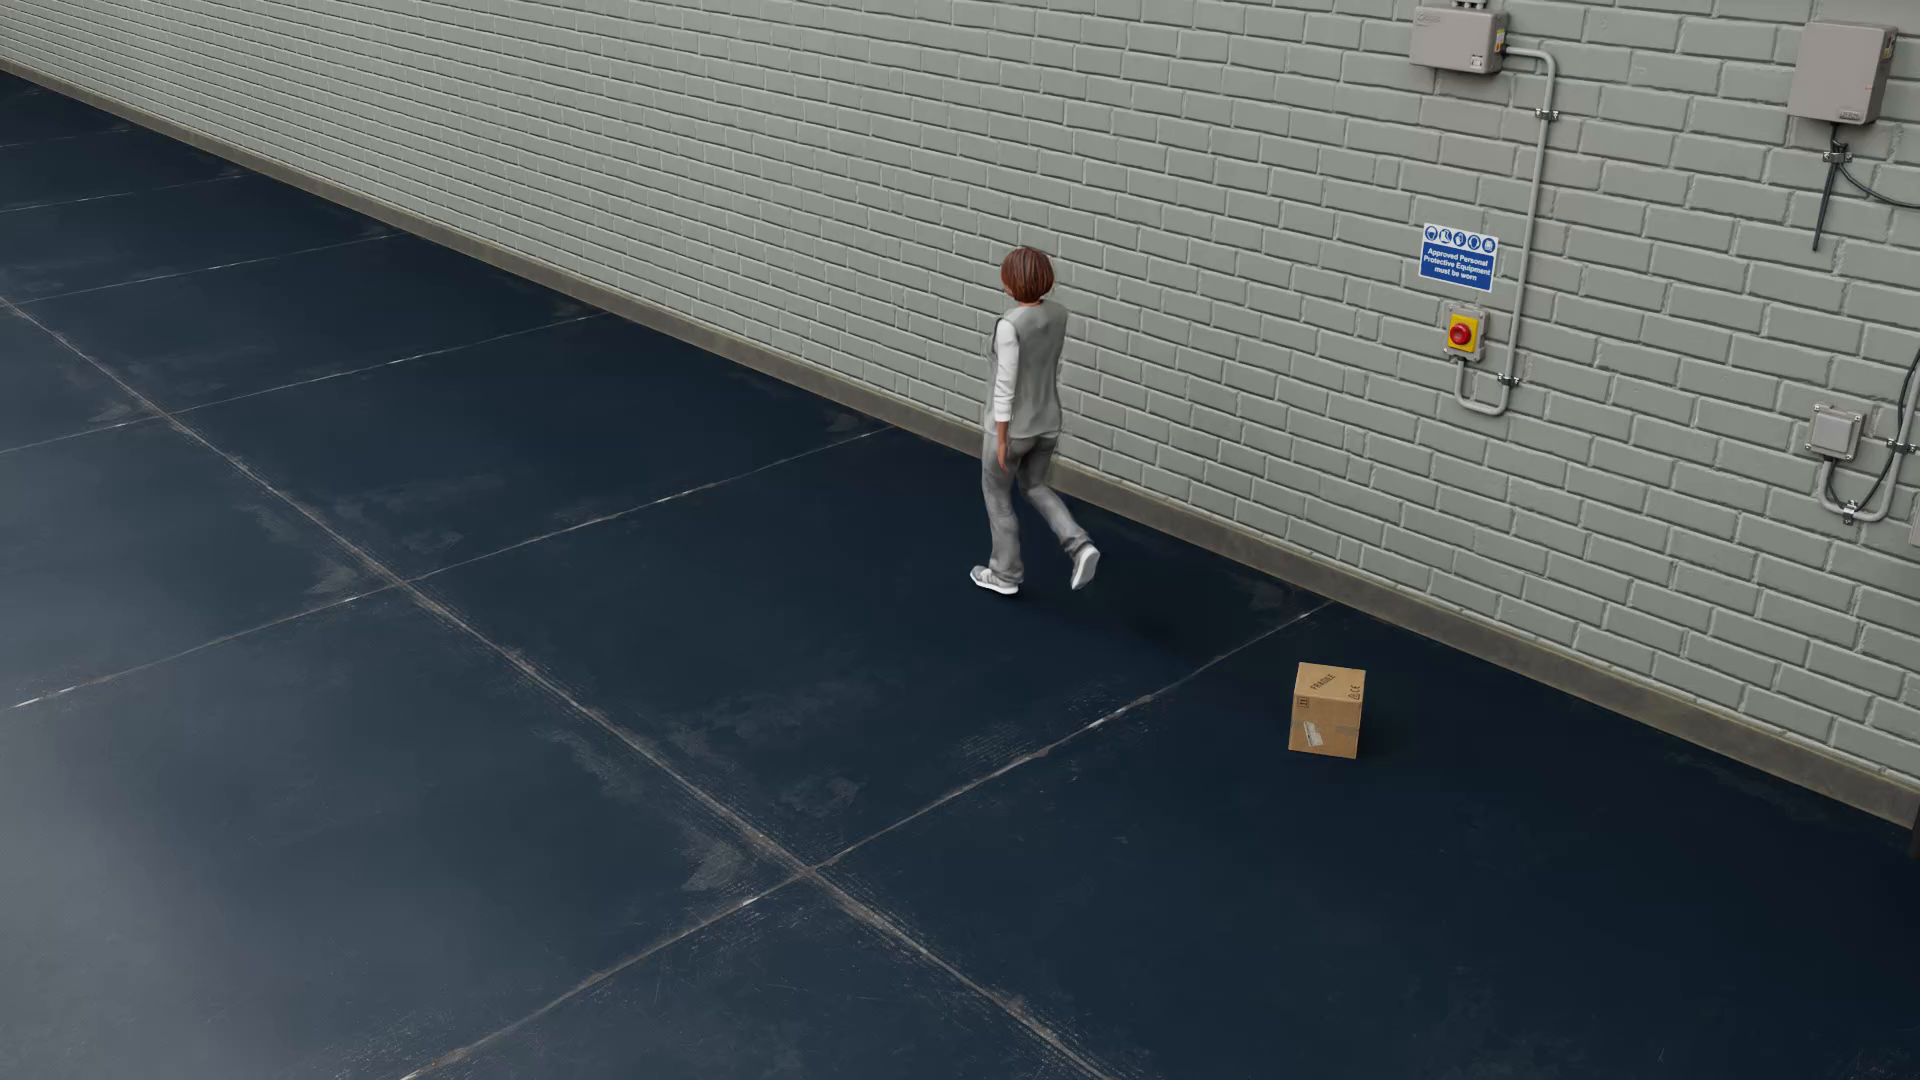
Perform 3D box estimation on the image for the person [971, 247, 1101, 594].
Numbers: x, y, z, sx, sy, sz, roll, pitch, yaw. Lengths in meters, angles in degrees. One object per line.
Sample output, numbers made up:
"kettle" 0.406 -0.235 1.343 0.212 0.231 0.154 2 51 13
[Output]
"person" 0.310 -0.464 7.080 0.424 1.582 0.640 -20 31 -37
